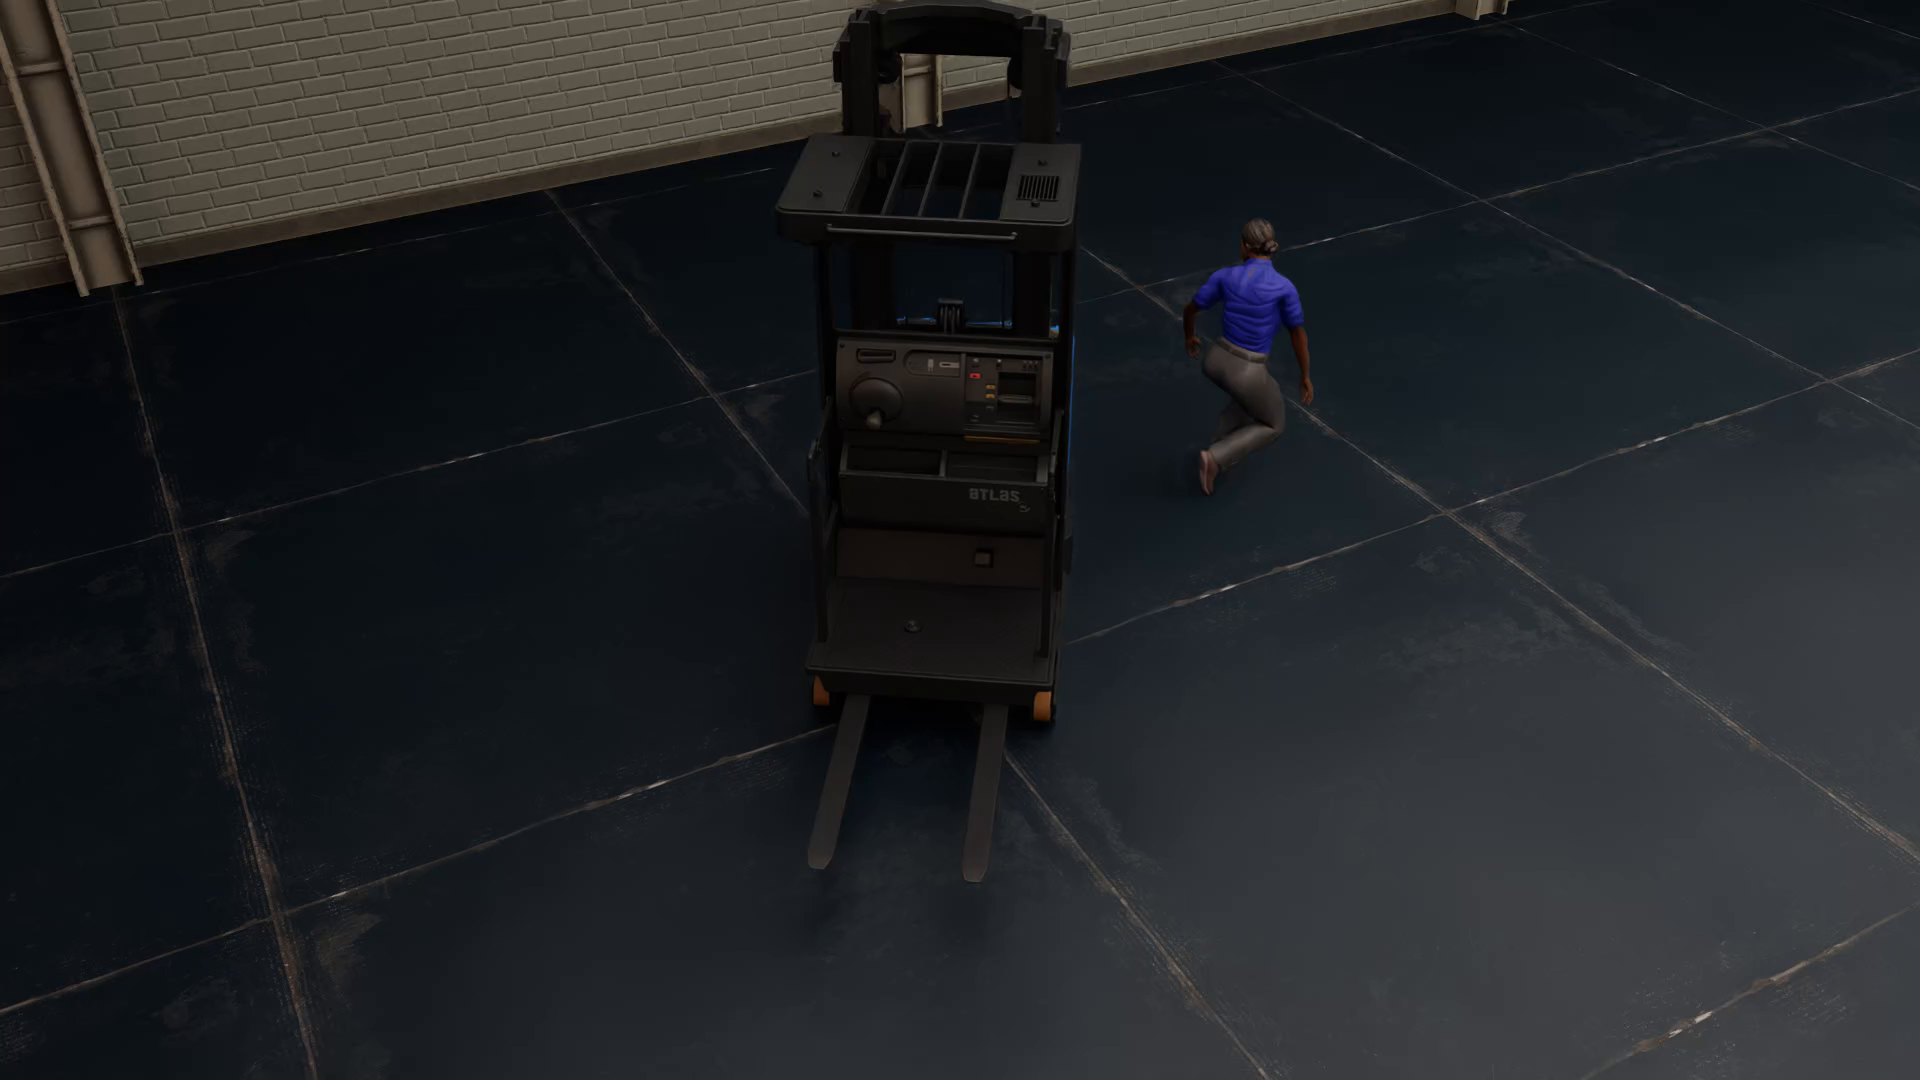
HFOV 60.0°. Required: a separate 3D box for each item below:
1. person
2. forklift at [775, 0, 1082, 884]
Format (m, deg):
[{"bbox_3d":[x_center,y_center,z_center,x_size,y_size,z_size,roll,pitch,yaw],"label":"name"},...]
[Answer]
[{"bbox_3d":[1.471,-0.941,8.765,0.620,1.452,0.735,-28,44,-34],"label":"person"},{"bbox_3d":[-0.090,-0.584,6.949,1.130,2.935,3.031,4,35,5],"label":"forklift"}]
